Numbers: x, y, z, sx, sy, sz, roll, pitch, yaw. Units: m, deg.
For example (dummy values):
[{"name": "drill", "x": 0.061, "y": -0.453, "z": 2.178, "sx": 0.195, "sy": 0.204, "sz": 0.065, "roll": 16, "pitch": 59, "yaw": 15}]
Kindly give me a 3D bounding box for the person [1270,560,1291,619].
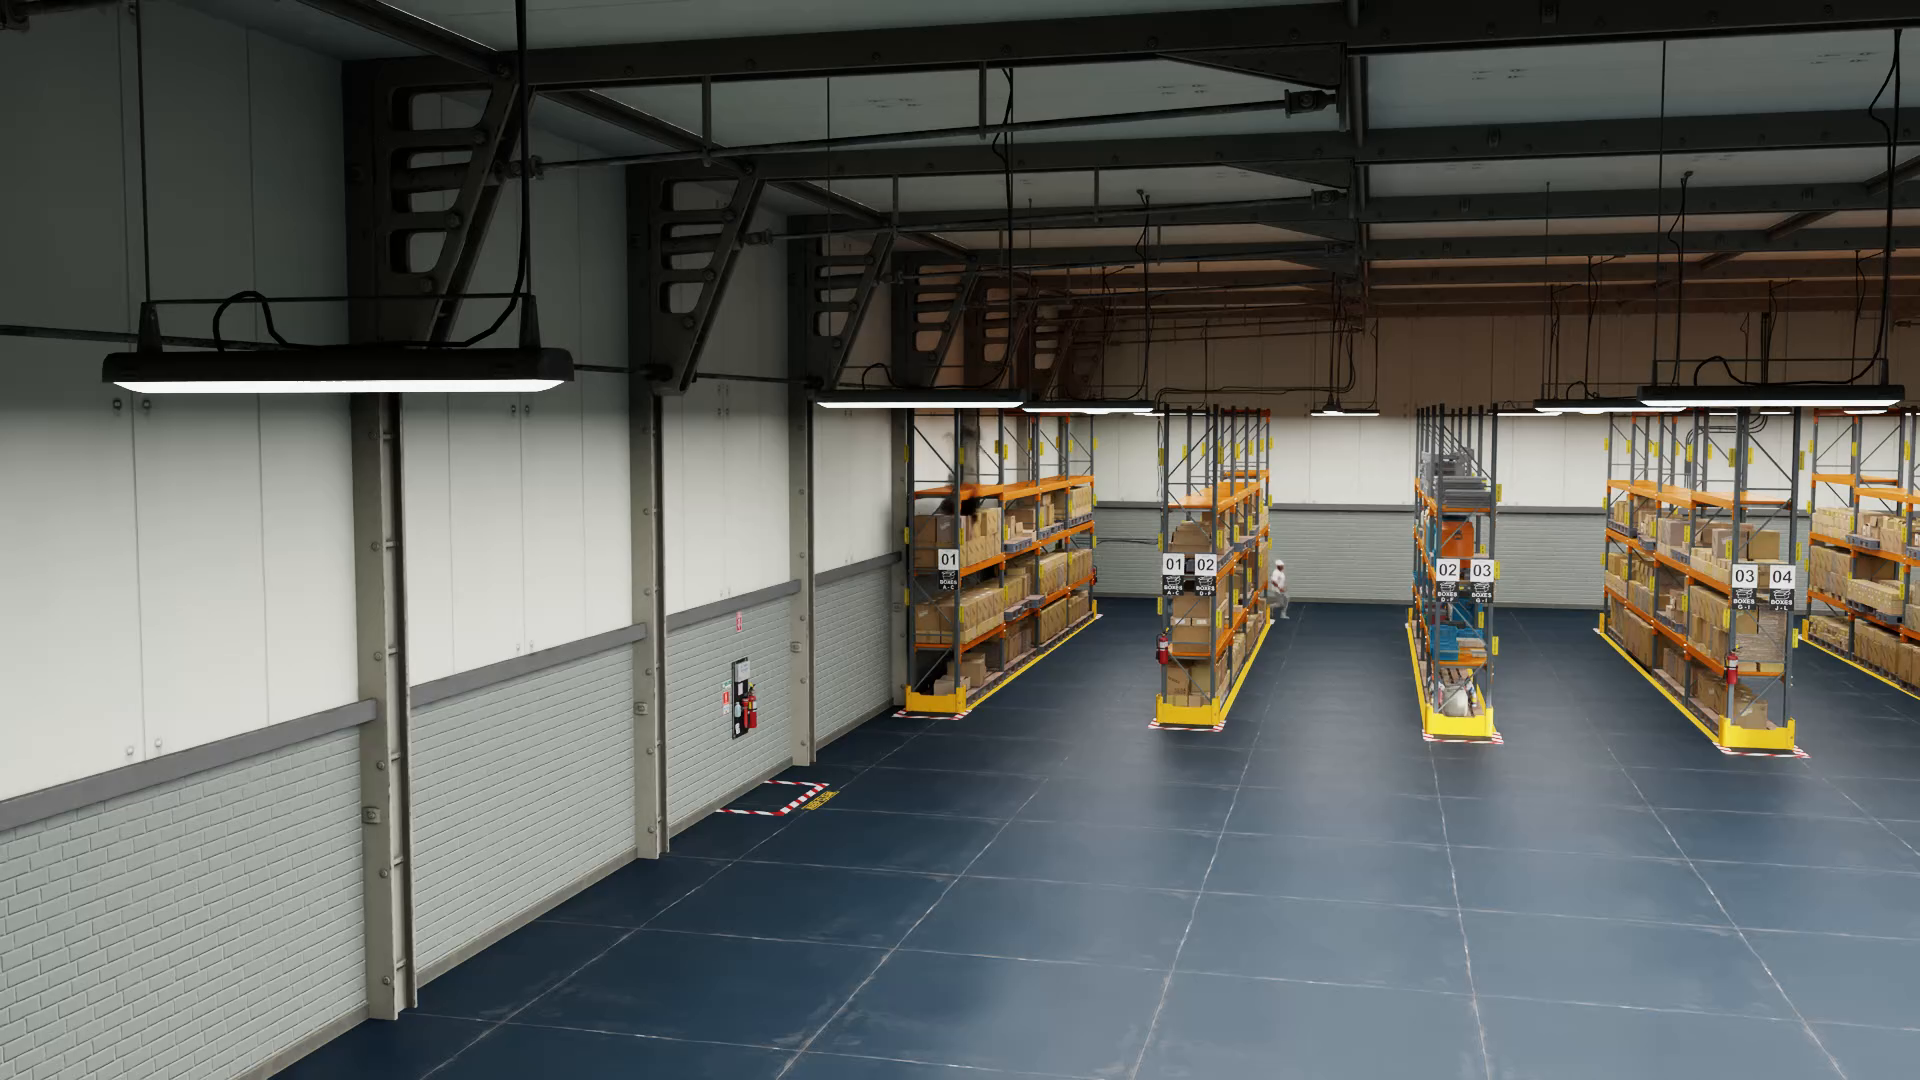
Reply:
[{"name": "person", "x": 9.057, "y": 1.416, "z": 47.511, "sx": 0.704, "sy": 1.711, "sz": 0.735, "roll": 2, "pitch": 5, "yaw": 27}]
